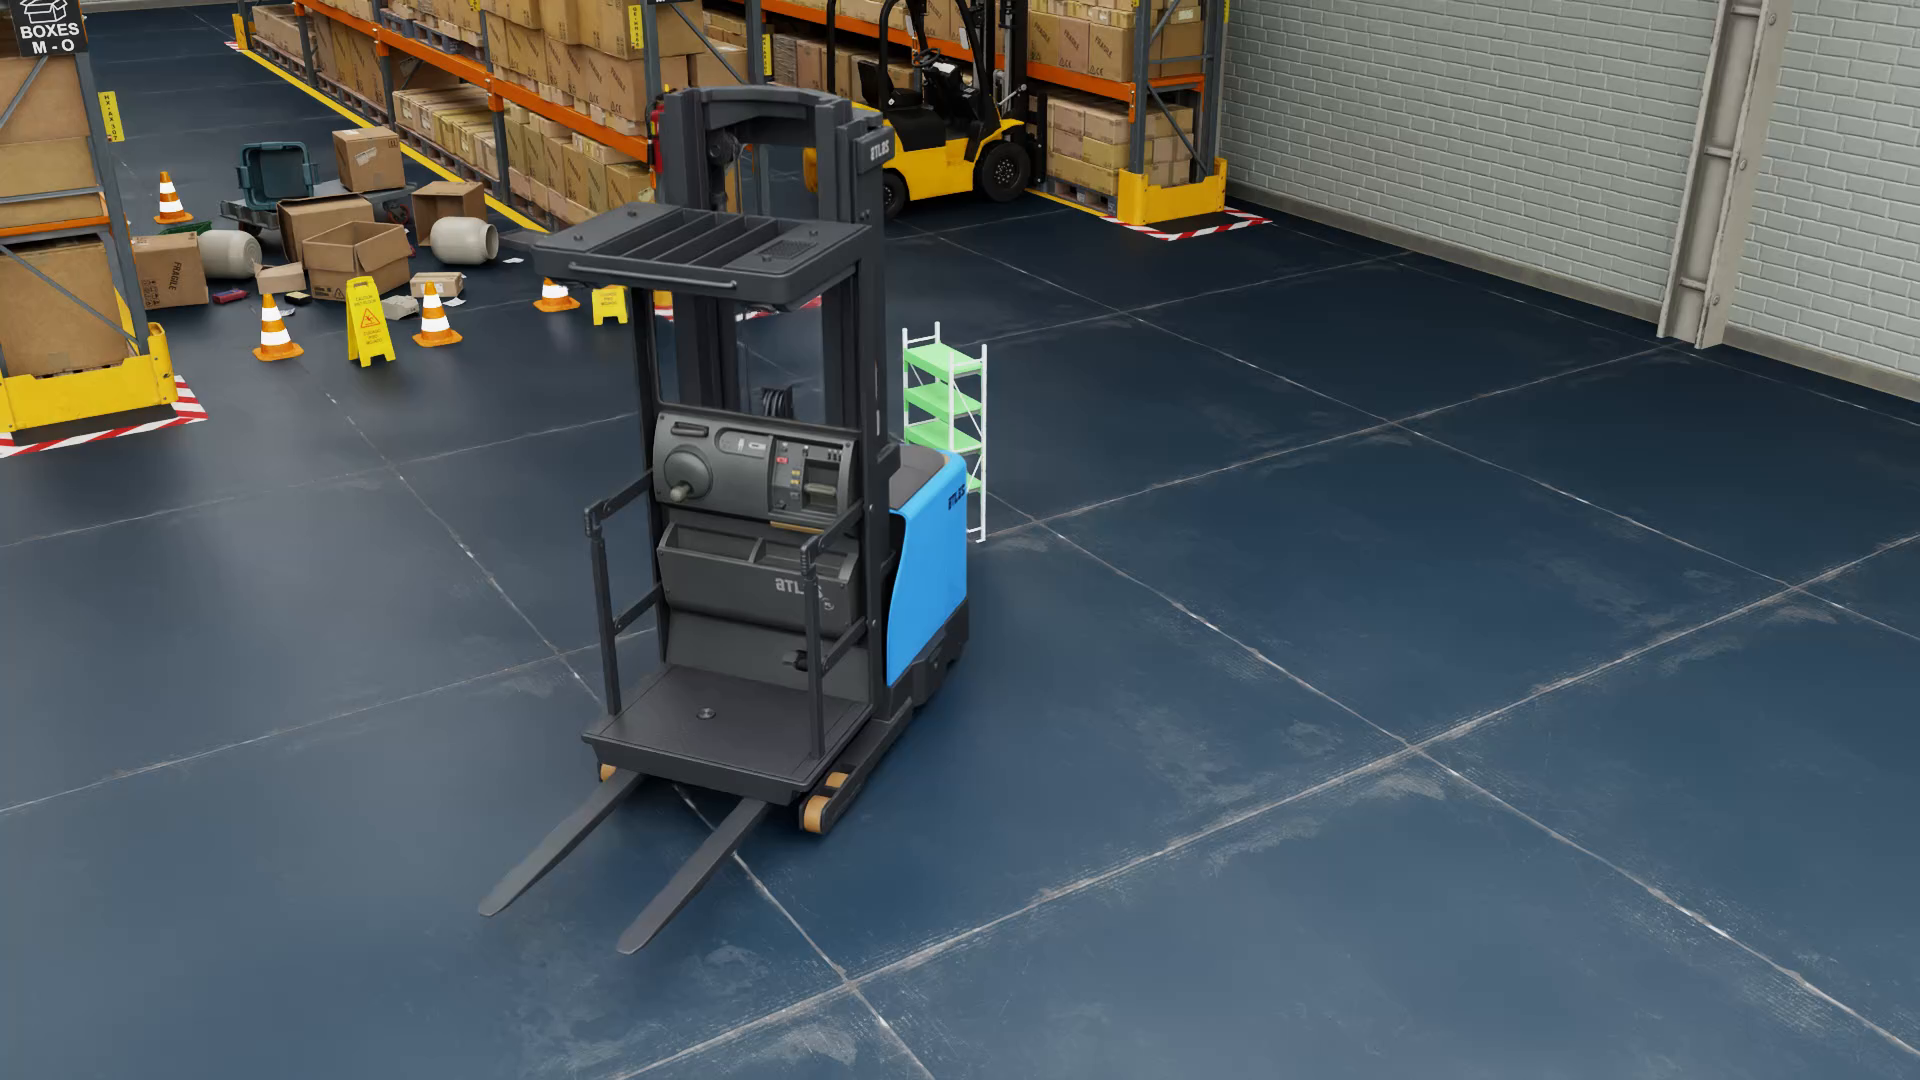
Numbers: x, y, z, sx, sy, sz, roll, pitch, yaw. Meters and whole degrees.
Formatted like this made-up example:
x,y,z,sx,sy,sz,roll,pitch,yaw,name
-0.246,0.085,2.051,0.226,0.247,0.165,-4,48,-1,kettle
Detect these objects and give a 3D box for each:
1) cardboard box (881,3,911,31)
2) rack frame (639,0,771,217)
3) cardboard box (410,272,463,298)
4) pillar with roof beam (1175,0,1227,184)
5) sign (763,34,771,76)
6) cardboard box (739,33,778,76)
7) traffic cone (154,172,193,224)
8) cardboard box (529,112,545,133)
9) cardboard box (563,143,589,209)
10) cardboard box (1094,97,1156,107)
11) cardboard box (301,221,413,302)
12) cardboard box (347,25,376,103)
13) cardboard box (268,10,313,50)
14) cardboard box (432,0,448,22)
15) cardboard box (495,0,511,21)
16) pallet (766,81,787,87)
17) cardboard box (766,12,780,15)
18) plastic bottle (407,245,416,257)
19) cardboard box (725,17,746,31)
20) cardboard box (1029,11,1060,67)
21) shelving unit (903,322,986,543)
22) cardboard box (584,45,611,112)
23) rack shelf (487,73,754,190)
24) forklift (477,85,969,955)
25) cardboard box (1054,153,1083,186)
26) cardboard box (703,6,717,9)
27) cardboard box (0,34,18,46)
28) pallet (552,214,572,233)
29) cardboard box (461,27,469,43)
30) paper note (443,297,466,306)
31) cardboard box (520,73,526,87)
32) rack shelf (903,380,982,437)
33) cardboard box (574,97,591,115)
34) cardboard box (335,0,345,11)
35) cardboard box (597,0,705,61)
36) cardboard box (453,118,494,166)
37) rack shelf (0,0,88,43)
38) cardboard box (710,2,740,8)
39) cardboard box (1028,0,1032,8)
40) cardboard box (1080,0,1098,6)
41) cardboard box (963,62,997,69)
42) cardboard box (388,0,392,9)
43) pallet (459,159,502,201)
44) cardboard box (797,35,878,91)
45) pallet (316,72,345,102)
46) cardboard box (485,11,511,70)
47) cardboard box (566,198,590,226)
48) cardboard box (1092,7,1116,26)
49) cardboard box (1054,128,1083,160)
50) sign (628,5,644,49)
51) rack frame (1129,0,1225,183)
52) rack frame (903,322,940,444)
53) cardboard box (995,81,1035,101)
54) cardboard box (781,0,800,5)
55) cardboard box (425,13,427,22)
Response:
x,y,z,sx,sy,sz,roll,pitch,yaw,name
-0.578,-6.108,19.351,0.500,0.250,0.500,-15,29,-28,cardboard box
-2.057,-3.468,13.582,1.000,3.000,0.127,-16,29,-30,rack frame
-4.465,-2.176,14.186,0.380,0.149,0.250,-1,25,-3,cardboard box
-1.132,-6.795,13.602,9.100,9.000,0.400,-16,29,-30,pillar with roof beam
-1.602,-3.986,13.665,0.100,0.325,0.005,-16,29,-30,sign
-2.678,-6.648,22.755,0.500,0.500,0.500,-15,29,-28,cardboard box
-7.800,-3.393,16.396,0.336,0.463,0.334,-16,29,-30,traffic cone
-3.845,-3.961,15.718,0.380,0.149,0.250,-14,29,-28,cardboard box
-3.270,-3.347,15.177,0.500,0.500,0.500,-16,30,-31,cardboard box
1.720,-4.418,17.153,0.500,0.250,0.500,-15,29,-29,cardboard box
-5.137,-2.377,14.196,0.637,0.503,0.797,7,26,15,cardboard box
-7.215,-6.145,21.250,0.875,0.875,0.875,-15,29,-29,cardboard box
-9.841,-7.684,25.022,0.875,0.438,0.875,-15,29,-28,cardboard box
-5.233,-5.743,17.444,0.500,0.500,0.500,-14,29,-28,cardboard box
-3.921,-5.135,15.476,0.700,0.500,0.500,-15,29,-29,cardboard box
-1.851,-5.923,22.049,1.003,0.211,1.213,-16,29,-30,pallet
-2.687,-7.390,23.566,0.380,0.149,0.250,-17,30,-32,cardboard box
-5.107,-2.671,15.336,0.133,0.061,0.283,-10,27,-21,plastic bottle
-3.031,-7.153,23.064,0.380,0.149,0.250,-17,30,-31,cardboard box
1.056,-5.157,17.043,0.500,0.500,0.500,-16,30,-31,cardboard box
-0.090,-0.602,9.619,0.258,1.200,0.503,-16,29,-30,shelving unit
-2.854,-3.958,14.154,0.500,0.500,0.500,-15,29,-29,cardboard box
-3.149,-3.858,15.251,1.077,0.370,4.000,-16,29,-30,rack shelf
-0.960,-0.272,6.893,1.130,2.935,3.031,9,27,19,forklift
1.315,-3.847,17.114,0.500,0.250,0.500,-16,29,-30,cardboard box
-3.713,-7.628,24.071,0.380,0.149,0.250,-14,29,-28,cardboard box
-6.697,-3.151,11.471,0.875,0.550,0.550,-16,29,-30,cardboard box
-3.174,-2.969,15.791,1.003,0.211,1.213,-16,29,-30,pallet
-4.882,-5.193,17.039,0.380,0.149,0.250,-17,30,-31,cardboard box
-4.241,-1.999,13.949,0.142,0.019,0.148,18,31,33,paper note
-3.985,-4.431,15.917,0.380,0.149,0.250,-16,29,-30,cardboard box
-0.090,-0.761,9.544,0.258,0.148,0.480,-16,29,-30,rack shelf
-3.197,-3.879,14.748,0.380,0.149,0.250,-16,30,-30,cardboard box
-7.471,-6.745,20.699,0.500,0.250,0.500,-16,30,-30,cardboard box
-2.519,-4.231,13.563,0.700,0.500,0.500,-16,30,-31,cardboard box
-4.924,-4.343,18.023,0.950,0.372,0.625,-14,28,-26,cardboard box
-7.241,-4.025,12.090,1.077,0.370,4.000,-16,29,-30,rack shelf
-3.453,-7.832,24.503,0.380,0.149,0.250,-15,29,-28,cardboard box
0.894,-5.587,17.193,0.380,0.149,0.250,-16,30,-30,cardboard box
1.402,-5.346,16.336,0.380,0.149,0.250,-15,29,-28,cardboard box
0.347,-5.324,19.072,0.500,0.250,0.500,-15,29,-29,cardboard box
-6.402,-6.246,19.269,0.380,0.149,0.250,-17,30,-32,cardboard box
-4.667,-3.916,17.797,1.003,0.211,1.213,-16,29,-30,pallet
-1.575,-6.145,21.543,0.875,0.625,0.625,-14,29,-28,cardboard box
-8.123,-6.240,22.722,1.003,0.211,1.213,-16,29,-30,pallet
-4.234,-4.856,16.057,0.500,0.500,0.500,-16,29,-30,cardboard box
-3.290,-3.014,15.349,0.500,0.250,0.500,-17,30,-31,cardboard box
1.511,-5.108,16.179,0.380,0.149,0.250,-15,29,-29,cardboard box
1.307,-4.082,17.026,0.500,0.250,0.500,-16,30,-30,cardboard box
-2.533,-4.012,13.009,0.100,0.325,0.005,-16,29,-30,sign
2.100,-4.626,16.035,1.000,3.000,0.127,-16,29,-30,rack frame
-0.224,-0.689,9.804,0.240,1.200,0.015,-16,29,-30,rack frame
0.469,-4.849,18.065,0.500,0.250,0.500,-14,29,-28,cardboard box
-1.959,-7.023,21.288,0.500,0.250,0.500,-16,30,-31,cardboard box
-5.649,-5.765,18.251,0.380,0.149,0.250,-14,29,-28,cardboard box
